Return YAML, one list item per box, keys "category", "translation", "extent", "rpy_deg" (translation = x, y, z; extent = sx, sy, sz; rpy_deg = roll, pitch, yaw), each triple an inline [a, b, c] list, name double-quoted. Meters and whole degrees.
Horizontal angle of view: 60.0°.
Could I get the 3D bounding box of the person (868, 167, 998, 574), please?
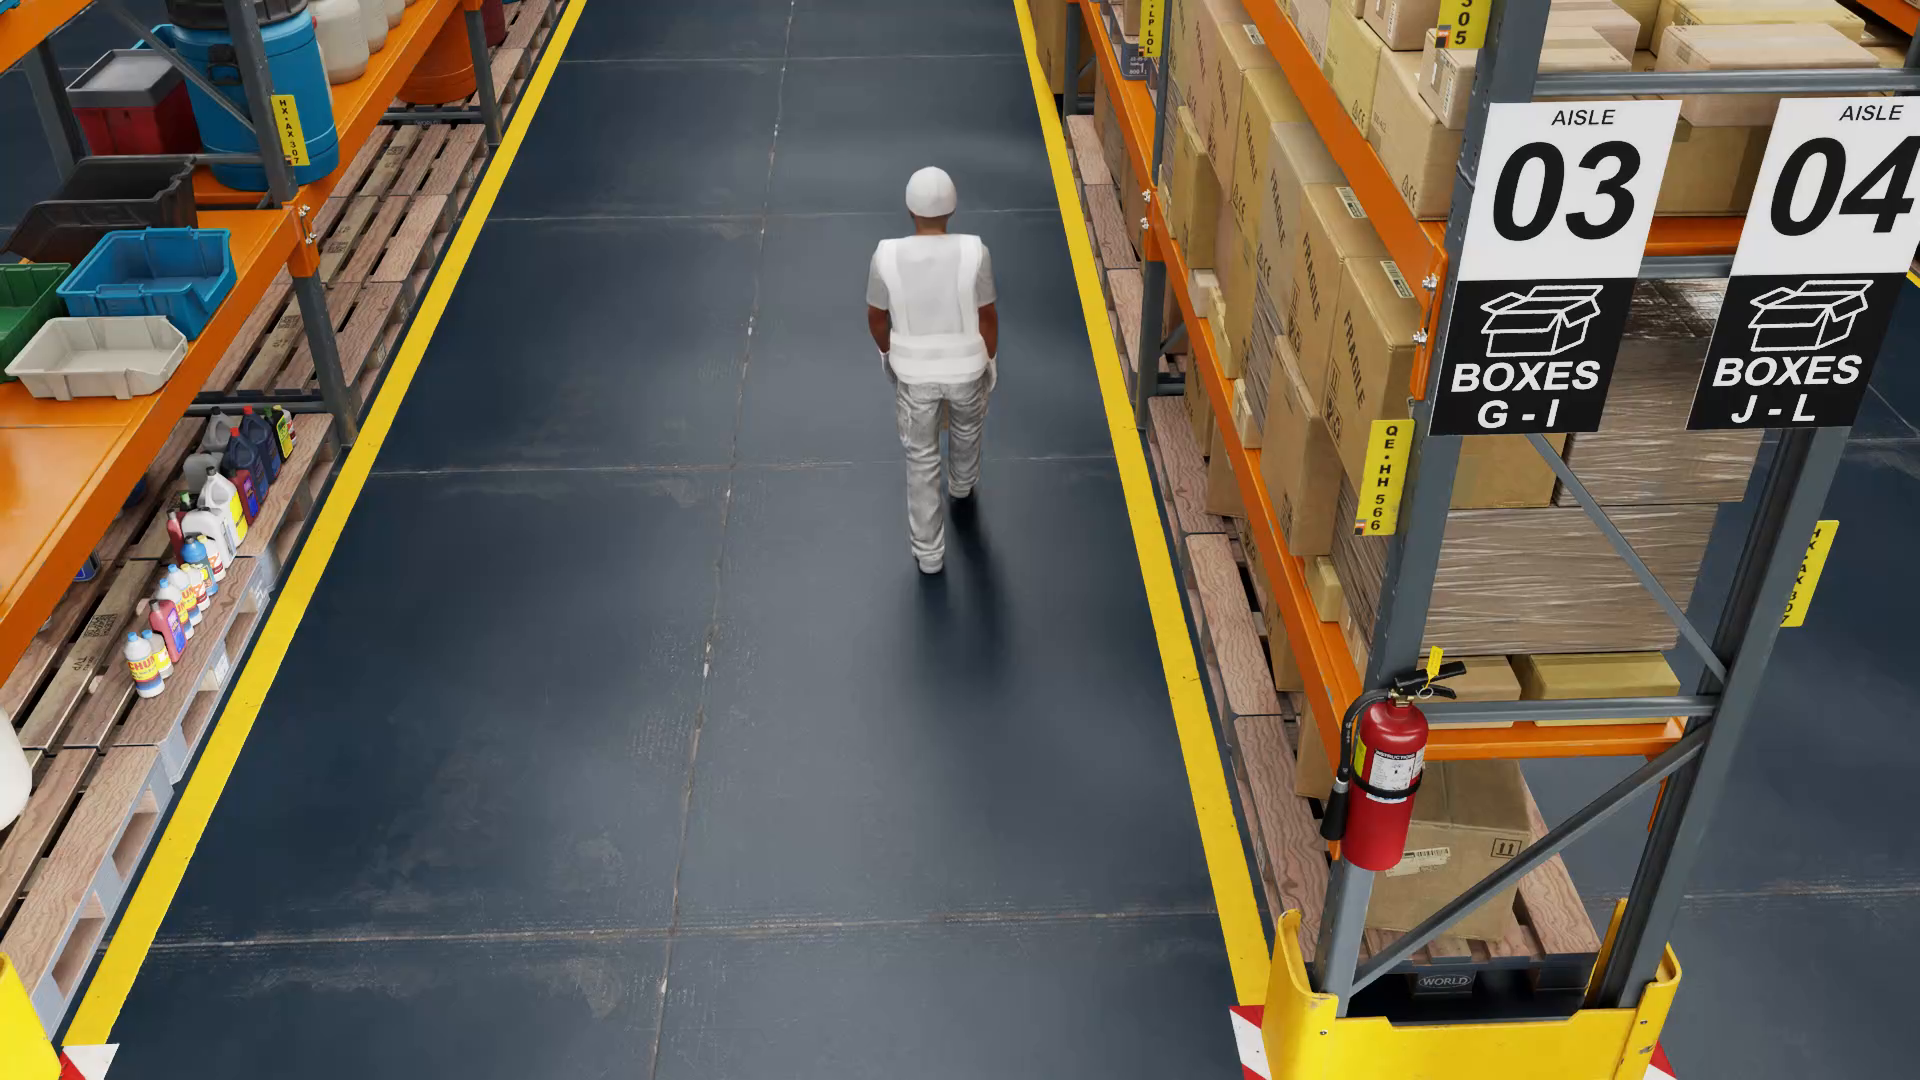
- category: "person"
  translation: [-0.121, -0.818, 7.286]
  extent: [0.553, 1.750, 0.882]
  rpy_deg: [-2, 35, -3]
